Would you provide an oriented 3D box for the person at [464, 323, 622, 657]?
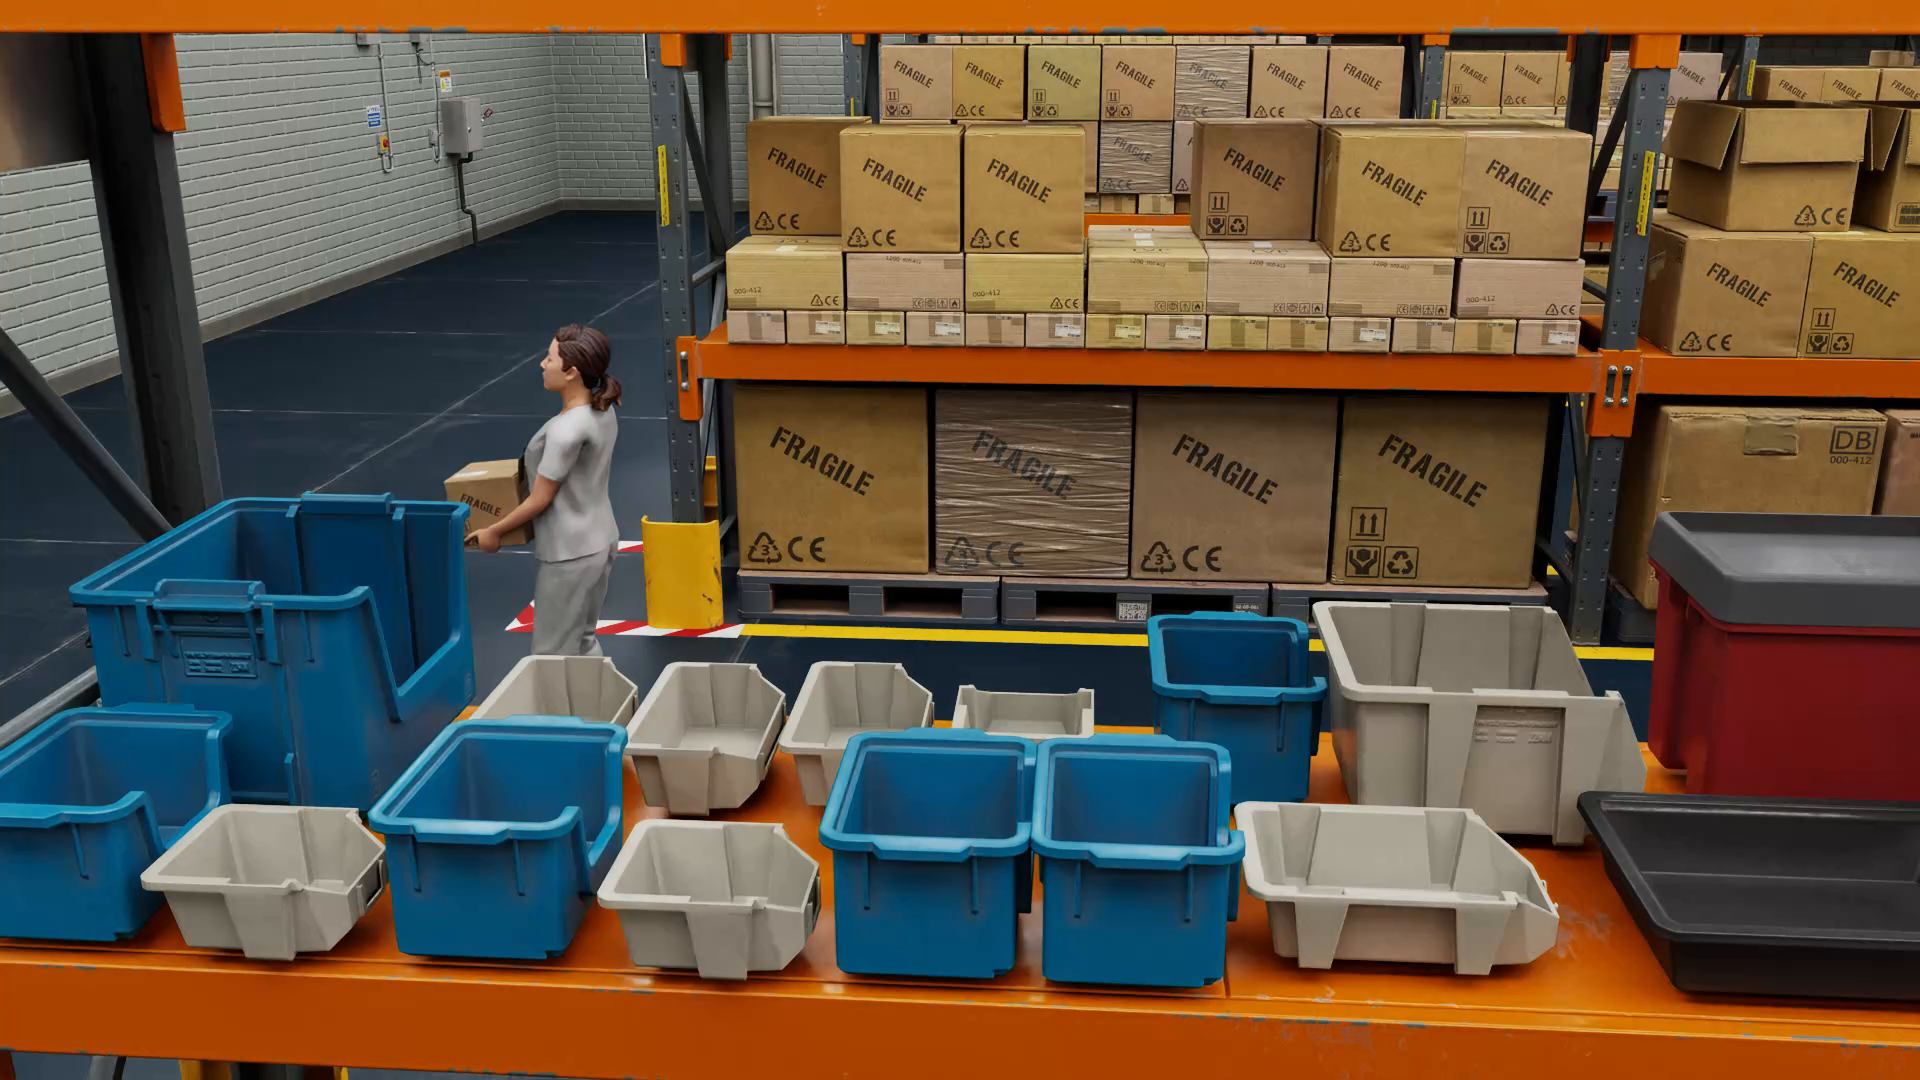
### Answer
[{"bbox_3d":[-1.429,0.056,5.894,0.561,1.662,0.437,1,18,4],"label":"person"}]
